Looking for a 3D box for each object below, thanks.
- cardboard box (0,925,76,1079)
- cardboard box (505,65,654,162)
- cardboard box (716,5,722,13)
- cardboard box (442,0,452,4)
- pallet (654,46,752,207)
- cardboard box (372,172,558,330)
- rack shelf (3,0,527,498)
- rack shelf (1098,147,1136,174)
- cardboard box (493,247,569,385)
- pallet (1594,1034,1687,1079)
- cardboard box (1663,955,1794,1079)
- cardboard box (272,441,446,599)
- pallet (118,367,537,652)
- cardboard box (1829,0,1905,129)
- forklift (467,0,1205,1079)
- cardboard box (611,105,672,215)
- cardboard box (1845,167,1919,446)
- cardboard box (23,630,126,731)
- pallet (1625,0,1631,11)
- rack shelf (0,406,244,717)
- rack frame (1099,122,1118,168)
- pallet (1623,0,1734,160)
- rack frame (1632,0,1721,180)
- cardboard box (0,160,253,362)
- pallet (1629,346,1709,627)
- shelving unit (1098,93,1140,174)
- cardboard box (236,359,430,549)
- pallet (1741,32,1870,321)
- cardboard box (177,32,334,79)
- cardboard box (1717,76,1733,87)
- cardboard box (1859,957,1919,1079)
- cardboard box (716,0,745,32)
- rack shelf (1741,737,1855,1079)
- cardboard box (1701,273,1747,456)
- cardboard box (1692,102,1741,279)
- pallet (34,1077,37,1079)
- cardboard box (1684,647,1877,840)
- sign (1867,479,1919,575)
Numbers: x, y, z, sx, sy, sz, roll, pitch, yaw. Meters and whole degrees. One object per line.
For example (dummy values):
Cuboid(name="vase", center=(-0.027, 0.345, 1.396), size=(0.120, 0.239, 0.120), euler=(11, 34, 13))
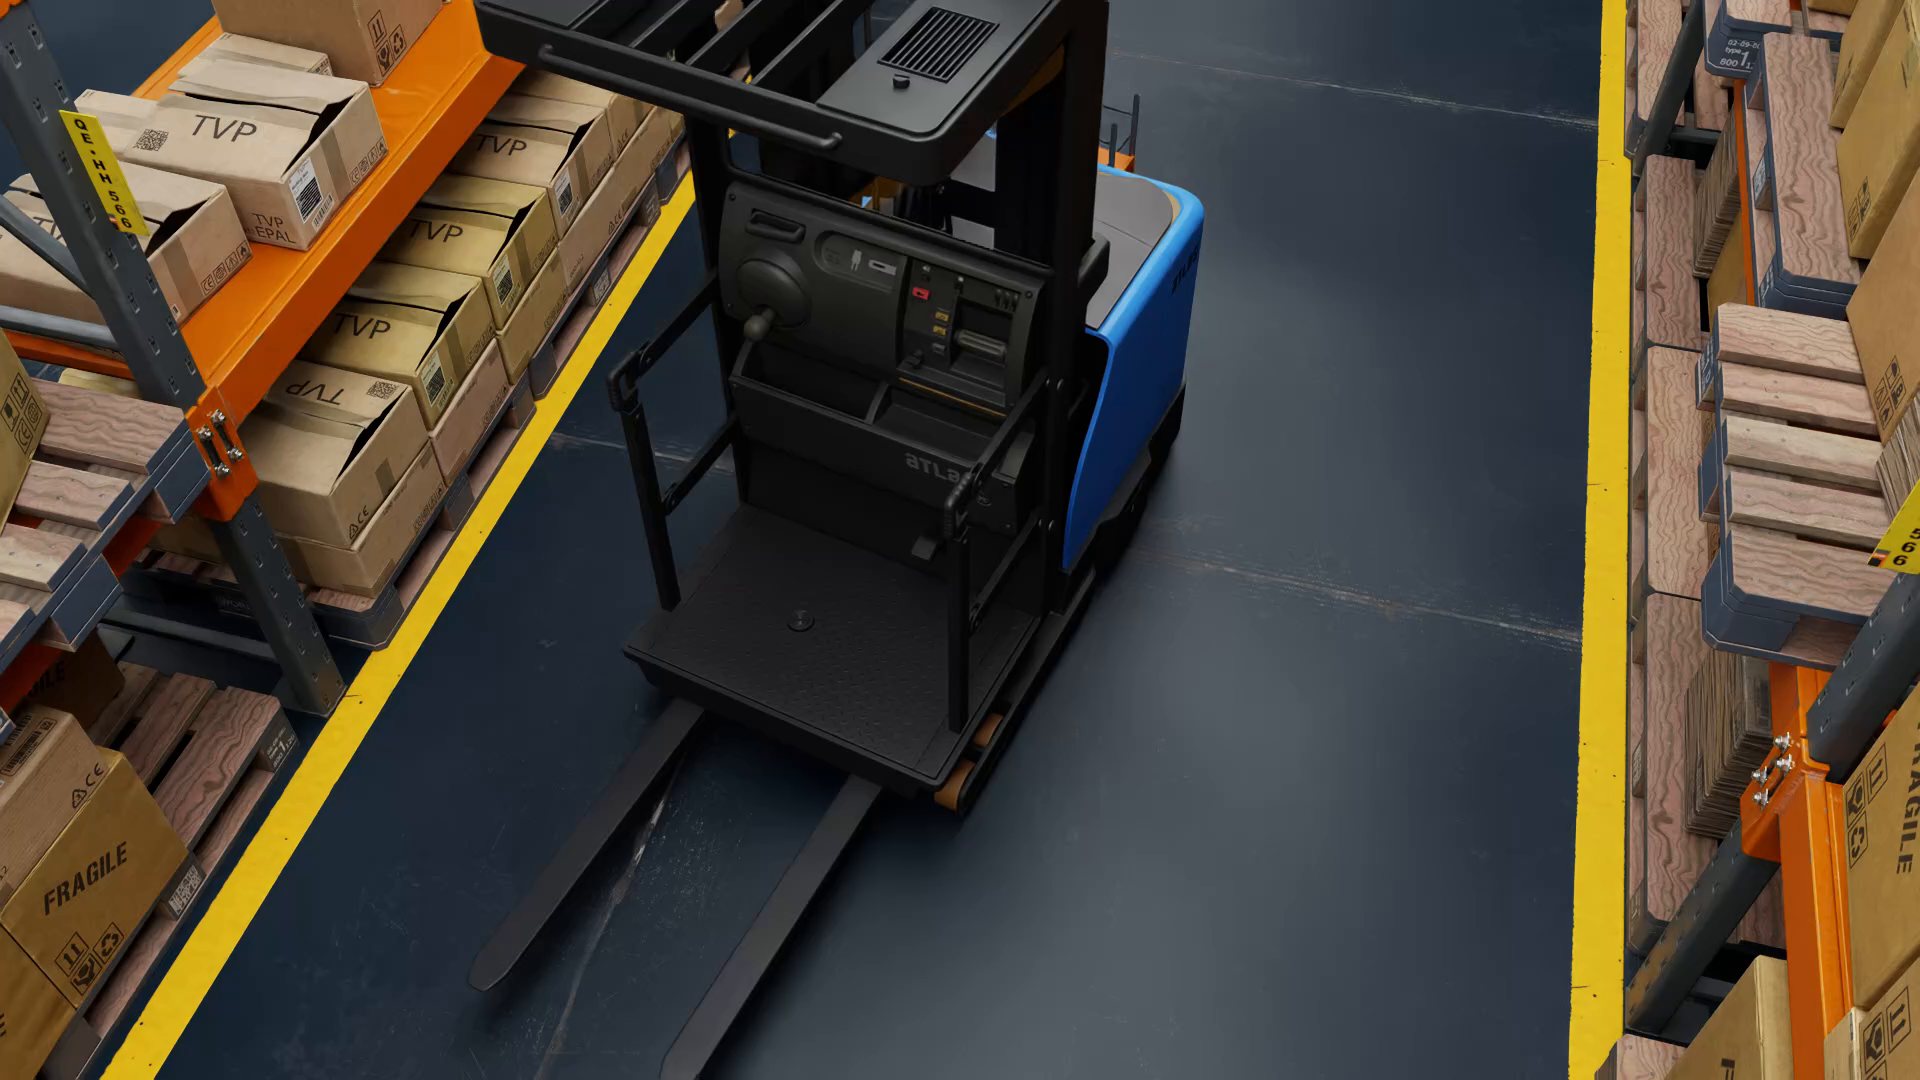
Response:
Cuboid(name="cardboard box", center=(-2.615, 1.210, 4.055), size=(0.500, 0.500, 0.500), euler=(10, 49, 9))
Cuboid(name="cardboard box", center=(-1.500, -1.789, 6.508), size=(0.500, 0.311, 0.500), euler=(11, 50, 10))
Cuboid(name="cardboard box", center=(-1.236, -2.527, 7.159), size=(0.500, 0.311, 0.500), euler=(12, 50, 10))
Cuboid(name="cardboard box", center=(-1.894, -2.199, 5.624), size=(0.500, 0.500, 0.500), euler=(12, 50, 10))
Cuboid(name="pallet", center=(-1.562, -1.998, 7.373), size=(1.003, 0.211, 1.213), euler=(12, 50, 10))
Cuboid(name="cardboard box", center=(-1.771, -1.054, 5.859), size=(0.500, 0.311, 0.500), euler=(10, 49, 9))
Cuboid(name="rack shelf", center=(-1.932, -1.777, 5.798), size=(1.077, 0.370, 4.000), euler=(12, 50, 10))
Cuboid(name="rack shelf", center=(0.440, -1.245, 5.628), size=(0.258, 0.103, 0.180), euler=(21, 52, 18))
Cuboid(name="cardboard box", center=(-1.775, -0.859, 6.062), size=(0.500, 0.250, 0.500), euler=(10, 49, 9))
Cuboid(name="pallet", center=(2.041, 1.885, 3.946), size=(1.003, 0.211, 1.213), euler=(12, 50, 10))
Cuboid(name="cardboard box", center=(2.001, 1.485, 3.593), size=(0.750, 0.750, 0.750), euler=(11, 49, 10))
Cuboid(name="cardboard box", center=(-2.037, -0.118, 5.408), size=(0.500, 0.250, 0.500), euler=(11, 50, 10))
Cuboid(name="pallet", center=(-2.204, -0.233, 5.815), size=(1.003, 0.211, 1.213), euler=(12, 50, 10))
Cuboid(name="cardboard box", center=(2.910, -1.419, 4.642), size=(0.700, 0.500, 0.500), euler=(18, 51, 15))
Cuboid(name="forklift", center=(-0.324, -0.542, 4.274), size=(1.130, 2.935, 3.031), euler=(21, 52, 18))
Cuboid(name="cardboard box", center=(-1.504, -1.598, 6.714), size=(0.500, 0.250, 0.500), euler=(13, 50, 11))
Cuboid(name="cardboard box", center=(2.556, -0.524, 3.852), size=(0.700, 0.500, 0.500), euler=(7, 49, 6))
Cuboid(name="cardboard box", center=(-2.854, 0.386, 4.782), size=(0.500, 0.500, 0.500), euler=(13, 50, 12))
Cuboid(name="pallet", center=(3.836, -2.942, 8.206), size=(1.003, 0.211, 1.213), euler=(12, 50, 10))
Cuboid(name="rack shelf", center=(-2.985, 1.116, 3.244), size=(1.077, 0.370, 4.000), euler=(12, 50, 10))
Cuboid(name="rack frame", center=(0.398, -0.975, 5.810), size=(0.240, 1.200, 0.006), euler=(21, 52, 18))
Cuboid(name="pallet", center=(3.517, -2.057, 7.425), size=(1.003, 0.211, 1.213), euler=(12, 50, 10))
Cuboid(name="rack frame", center=(3.374, -2.487, 5.944), size=(1.000, 3.000, 0.127), euler=(12, 50, 10))
Cuboid(name="cardboard box", center=(-2.321, -0.793, 4.509), size=(0.500, 0.311, 0.500), euler=(14, 50, 12))
Cuboid(name="pallet", center=(2.852, -0.115, 5.711), size=(1.003, 0.211, 1.213), euler=(12, 50, 10))
Cuboid(name="shelving unit", center=(0.440, -1.036, 5.864), size=(0.258, 1.200, 0.189), euler=(21, 52, 18))
Cuboid(name="cardboard box", center=(-2.037, -0.304, 5.197), size=(0.500, 0.311, 0.500), euler=(13, 50, 11))
Cuboid(name="pallet", center=(2.803, -0.970, 4.733), size=(1.003, 0.211, 1.213), euler=(12, 50, 10))
Cuboid(name="cardboard box", center=(-2.177, -1.419, 5.169), size=(0.380, 0.149, 0.250), euler=(15, 50, 13))
Cuboid(name="cardboard box", center=(3.486, -2.088, 7.188), size=(0.380, 0.166, 0.250), euler=(6, 49, 5))
Cuboid(name="cardboard box", center=(1.800, 0.946, 2.636), size=(0.500, 0.500, 0.500), euler=(13, 50, 11))
Cuboid(name="cardboard box", center=(-1.235, -2.334, 7.363), size=(0.500, 0.250, 0.500), euler=(11, 50, 10))
Cuboid(name="rack shelf", center=(1.795, 2.091, 2.384), size=(1.077, 0.370, 4.000), euler=(12, 50, 10))
Cuboid(name="cardboard box", center=(2.936, -0.525, 5.586), size=(0.700, 0.500, 0.500), euler=(12, 50, 10))
Cuboid(name="cardboard box", center=(3.197, -1.270, 6.244), size=(0.700, 0.500, 0.500), euler=(13, 50, 11))
Cuboid(name="pallet", center=(-3.015, 1.767, 4.050), size=(1.003, 0.211, 1.213), euler=(12, 50, 10))
Cuboid(name="cardboard box", center=(2.461, 0.557, 4.632), size=(0.700, 0.500, 0.500), euler=(12, 50, 11))
Cuboid(name="sign", center=(1.795, -0.051, 3.075), size=(0.100, 0.325, 0.005), euler=(12, 50, 10))
